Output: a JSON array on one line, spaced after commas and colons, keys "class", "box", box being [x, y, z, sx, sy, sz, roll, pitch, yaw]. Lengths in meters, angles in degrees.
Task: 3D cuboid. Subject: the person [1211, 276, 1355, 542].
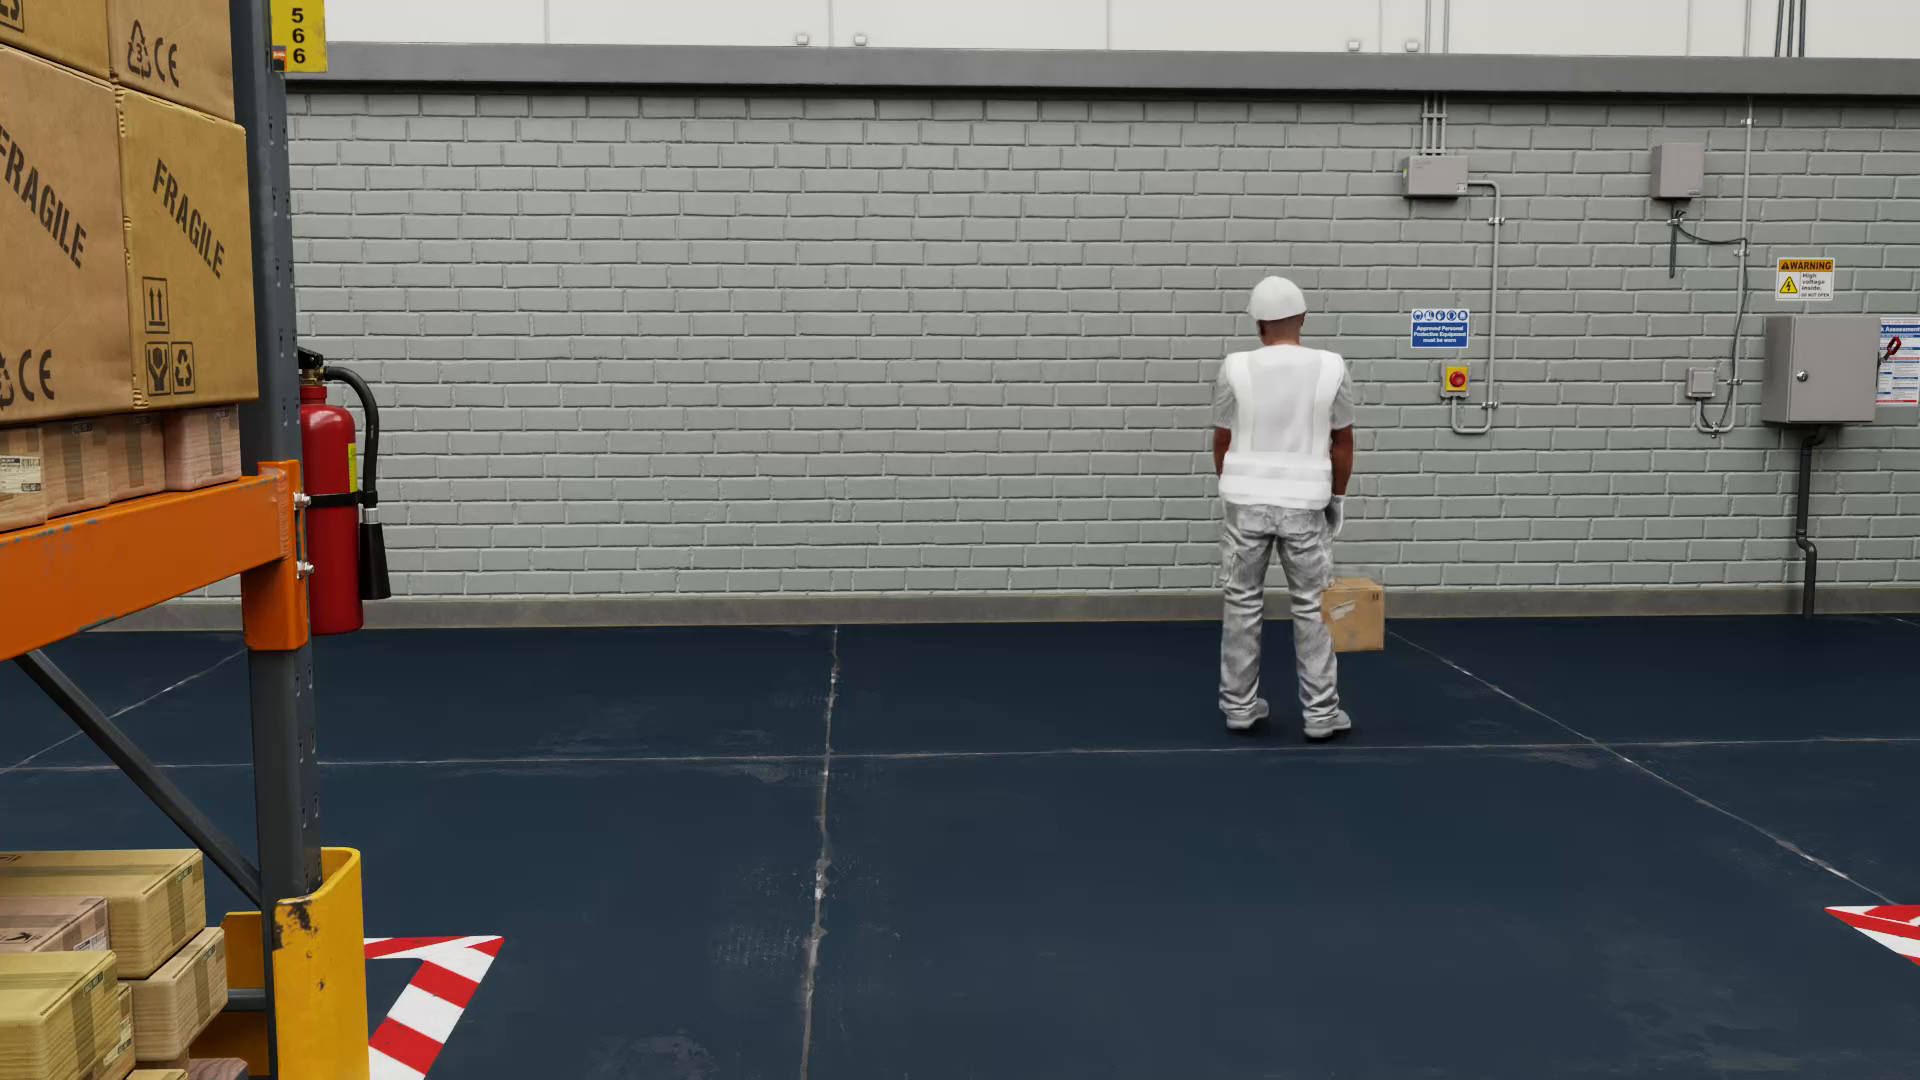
[{"class": "person", "box": [1.255, -0.493, 6.484, 0.550, 1.061, 0.436, 1, 7, 6]}]
